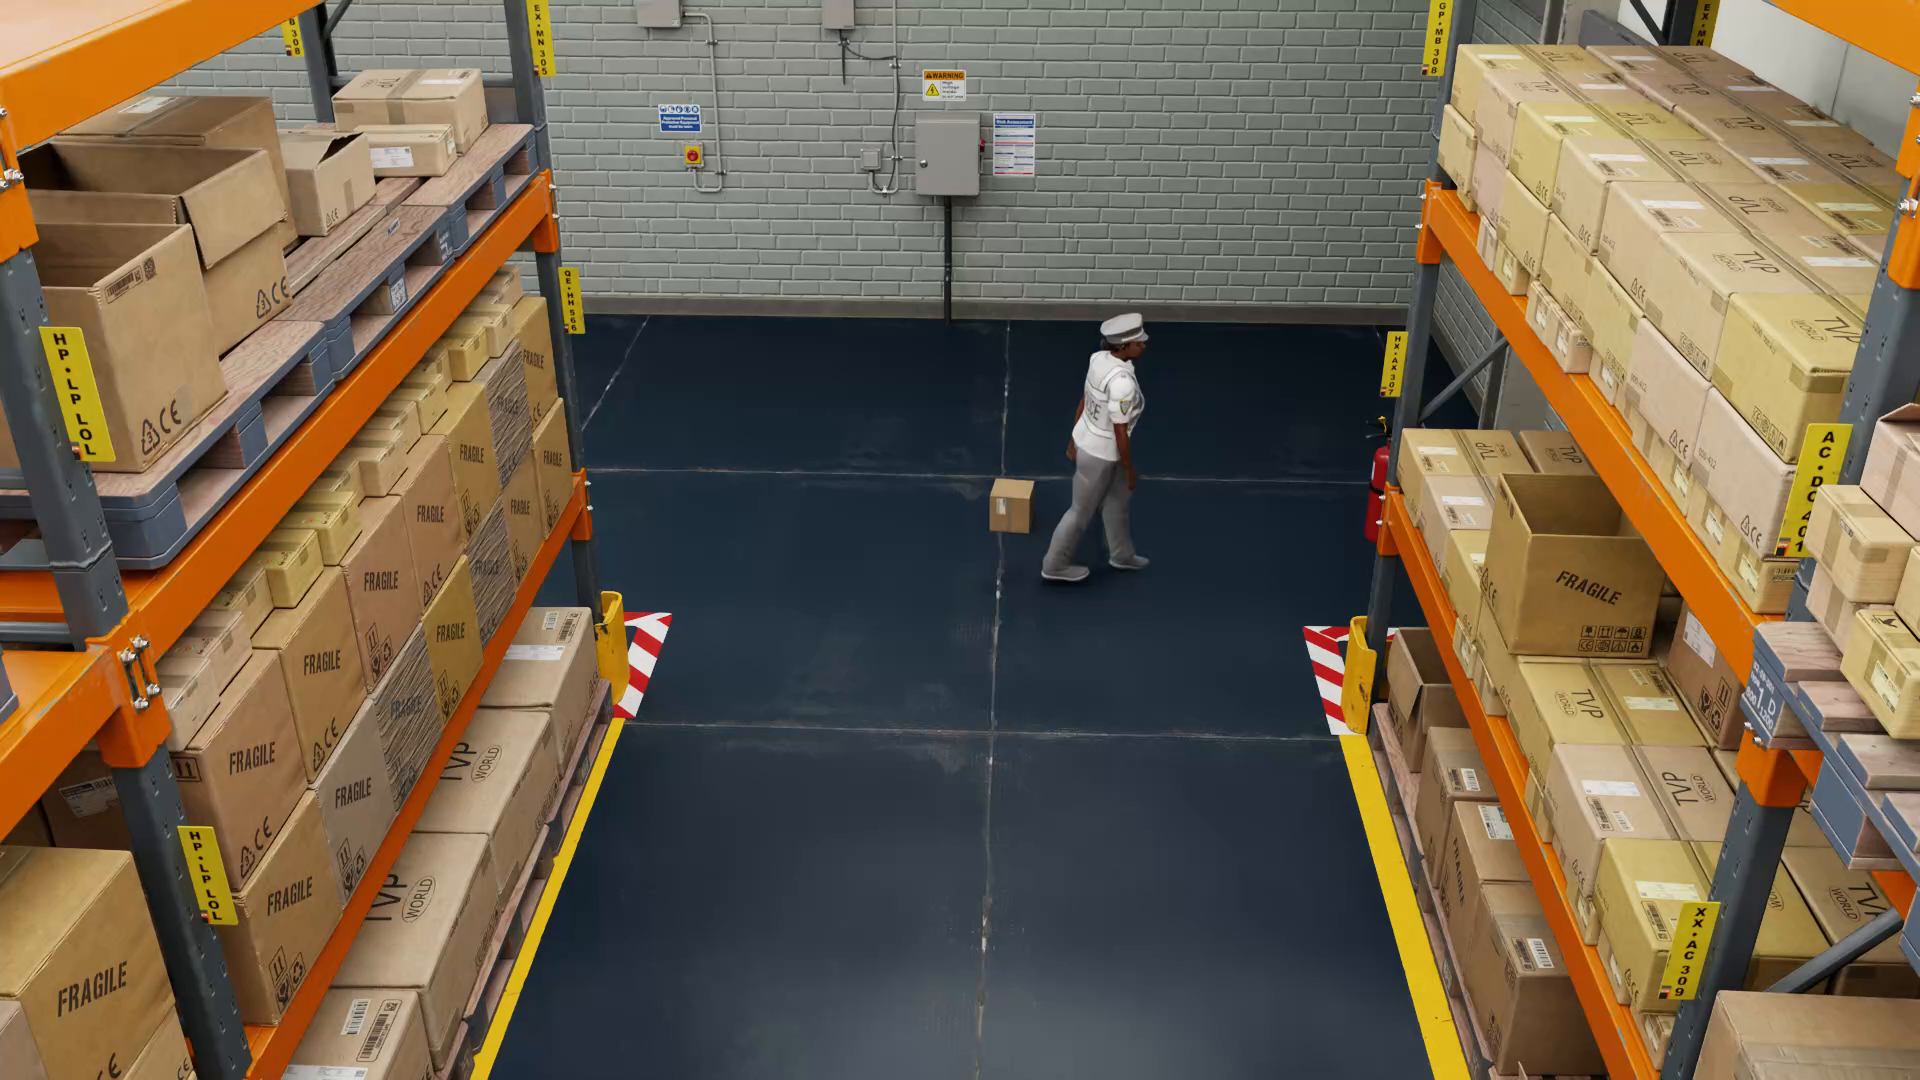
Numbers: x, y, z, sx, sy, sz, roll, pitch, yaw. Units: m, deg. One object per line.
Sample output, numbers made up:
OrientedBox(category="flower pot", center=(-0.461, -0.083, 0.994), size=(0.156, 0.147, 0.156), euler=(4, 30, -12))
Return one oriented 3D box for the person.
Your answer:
OrientedBox(category="person", center=(0.830, -0.489, 9.544), size=(0.691, 1.701, 0.477), euler=(-3, 28, -6))
